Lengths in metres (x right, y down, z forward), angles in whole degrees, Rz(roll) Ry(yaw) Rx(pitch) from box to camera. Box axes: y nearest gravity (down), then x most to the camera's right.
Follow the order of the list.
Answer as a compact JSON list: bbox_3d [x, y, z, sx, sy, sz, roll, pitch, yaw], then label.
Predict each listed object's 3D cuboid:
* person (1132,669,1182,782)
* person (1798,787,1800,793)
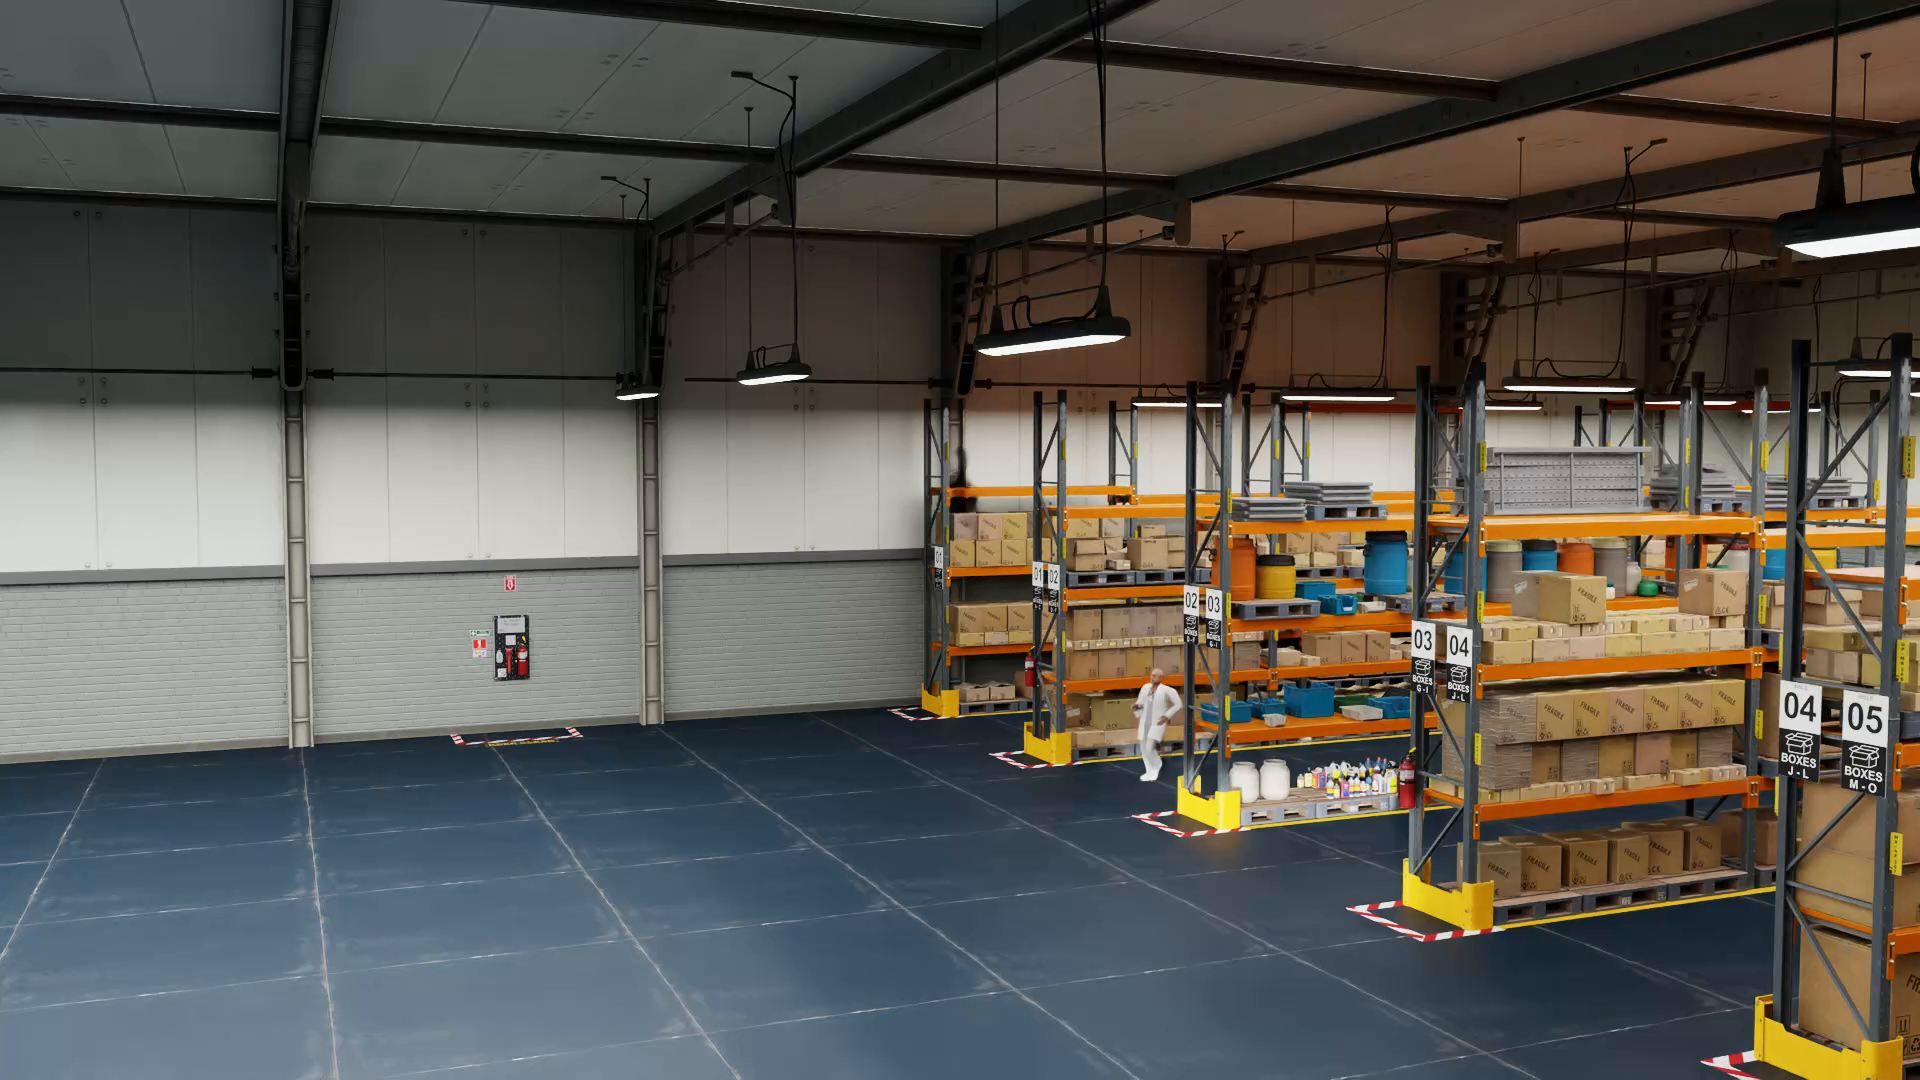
[{"bbox_3d":[2.930,2.820,25.133,0.730,1.751,0.680,3,4,41],"label":"person"},{"bbox_3d":[11.828,2.974,23.245,0.887,1.593,0.493,-2,4,-33],"label":"person"}]
